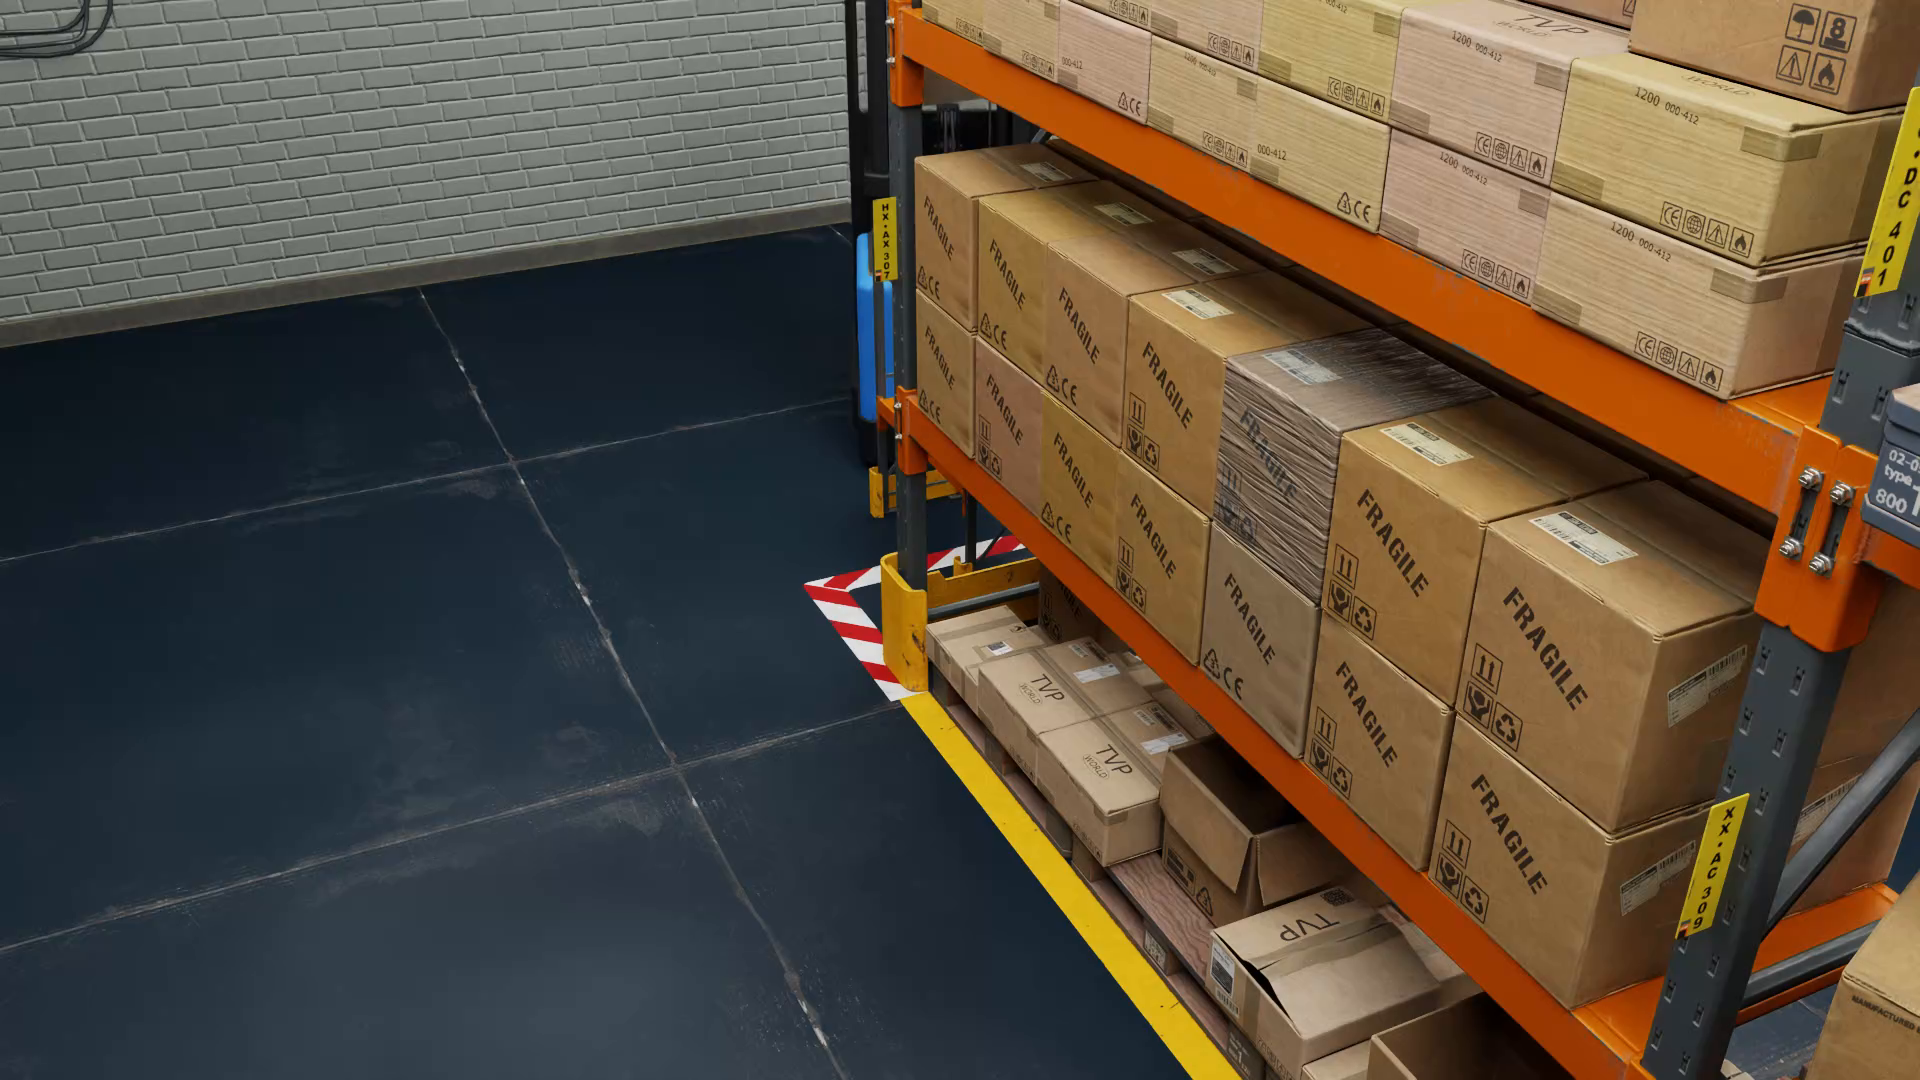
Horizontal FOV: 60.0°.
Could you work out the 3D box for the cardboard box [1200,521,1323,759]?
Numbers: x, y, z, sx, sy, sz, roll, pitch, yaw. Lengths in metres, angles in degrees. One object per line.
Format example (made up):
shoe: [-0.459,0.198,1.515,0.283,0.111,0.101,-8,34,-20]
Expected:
cardboard box: [1.035,0.223,4.684,0.500,0.500,0.500,-12,32,-21]

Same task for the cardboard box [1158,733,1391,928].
cardboard box: [1.115,0.955,5.582,0.797,0.503,0.637,-13,32,-22]

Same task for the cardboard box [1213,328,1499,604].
cardboard box: [1.037,-0.210,4.433,0.500,0.500,0.500,-13,32,-22]

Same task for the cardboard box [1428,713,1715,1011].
cardboard box: [1.480,0.676,3.875,0.500,0.500,0.500,-13,32,-21]

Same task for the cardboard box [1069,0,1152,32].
cardboard box: [0.623,-1.617,4.643,0.500,0.250,0.500,-13,32,-22]

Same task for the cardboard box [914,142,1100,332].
cardboard box: [0.162,-1.108,6.035,0.500,0.500,0.500,-12,31,-20]

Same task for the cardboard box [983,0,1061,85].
cardboard box: [0.403,-1.619,5.157,0.500,0.250,0.500,-13,32,-22]

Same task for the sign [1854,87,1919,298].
sign: [1.440,-0.530,2.532,0.100,0.325,0.005,-13,32,-22]

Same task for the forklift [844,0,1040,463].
forklift: [-0.091,-2.373,9.486,1.130,2.935,3.031,-2,29,-3]

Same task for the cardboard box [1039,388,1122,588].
cardboard box: [0.601,-0.223,5.479,0.500,0.500,0.500,-13,32,-22]

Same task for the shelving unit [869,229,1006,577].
shelving unit: [0.033,-0.620,7.823,0.587,1.500,1.083,-13,32,-22]

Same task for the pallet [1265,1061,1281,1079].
pallet: [1.632,1.800,4.825,1.003,0.211,1.213,-13,32,-22]

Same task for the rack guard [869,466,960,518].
rack guard: [-0.181,-0.295,8.521,0.587,0.250,0.087,-13,32,-22]

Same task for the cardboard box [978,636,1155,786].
cardboard box: [0.401,0.648,6.389,0.500,0.250,0.500,-13,32,-22]

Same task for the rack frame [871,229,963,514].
rack frame: [-0.182,-0.841,8.216,0.500,1.500,0.032,-13,32,-22]

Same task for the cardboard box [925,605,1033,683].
cardboard box: [0.079,0.429,6.884,0.380,0.149,0.250,-13,32,-22]

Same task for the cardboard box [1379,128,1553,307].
cardboard box: [1.272,-0.738,3.586,0.500,0.250,0.500,-13,32,-22]

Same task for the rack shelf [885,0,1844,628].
rack shelf: [1.068,-0.991,4.619,1.077,0.370,4.000,-13,32,-22]

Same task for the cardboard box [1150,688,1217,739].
cardboard box: [1.046,0.742,6.222,0.500,0.250,0.500,-13,32,-22]

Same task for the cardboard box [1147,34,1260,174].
cardboard box: [0.840,-1.179,4.372,0.500,0.250,0.500,-13,32,-22]

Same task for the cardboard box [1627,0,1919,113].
cardboard box: [1.683,-1.108,2.967,0.700,0.500,0.500,-13,32,-22]

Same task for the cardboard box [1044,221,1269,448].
cardboard box: [0.603,-0.657,5.230,0.500,0.500,0.500,-13,32,-21]

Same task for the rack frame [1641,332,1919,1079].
rack frame: [1.926,0.887,3.601,1.000,3.000,0.127,-13,32,-22]

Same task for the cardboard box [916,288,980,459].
cardboard box: [0.162,-0.672,6.280,0.500,0.500,0.500,-12,32,-21]

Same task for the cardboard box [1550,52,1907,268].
cardboard box: [1.472,-0.732,3.063,0.500,0.250,0.500,-13,32,-22]

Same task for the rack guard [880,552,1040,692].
rack guard: [0.242,0.244,7.304,1.175,0.500,0.348,-13,32,-22]

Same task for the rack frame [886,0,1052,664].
rack frame: [0.209,-0.880,6.752,1.000,3.000,0.127,-13,32,-22]

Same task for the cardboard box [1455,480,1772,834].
cardboard box: [1.476,0.238,3.634,0.500,0.500,0.500,-13,32,-22]

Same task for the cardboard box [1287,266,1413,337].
cardboard box: [1.314,-0.543,5.027,0.500,0.500,0.500,-12,31,-20]

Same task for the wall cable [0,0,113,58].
wall cable: [-6.368,-3.674,8.776,3.097,2.526,0.112,-13,32,-22]

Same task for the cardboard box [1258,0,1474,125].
cardboard box: [1.048,-1.175,3.853,0.500,0.250,0.500,-13,32,-22]

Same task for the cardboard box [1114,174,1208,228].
cardboard box: [0.866,-0.998,5.838,0.500,0.500,0.500,-12,32,-21]

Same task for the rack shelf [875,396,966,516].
rack shelf: [0.037,-0.460,7.904,0.538,0.185,1.000,-13,32,-22]

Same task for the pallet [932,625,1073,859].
pallet: [0.585,0.722,6.747,1.003,0.211,1.213,-13,32,-22]

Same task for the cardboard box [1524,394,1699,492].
cardboard box: [1.756,-0.088,4.215,0.500,0.500,0.500,-14,32,-24]

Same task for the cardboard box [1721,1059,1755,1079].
cardboard box: [1.942,1.637,4.563,0.500,0.311,0.500,-13,32,-22]

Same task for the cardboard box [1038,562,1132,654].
cardboard box: [0.665,0.207,6.920,0.500,0.500,0.500,-13,32,-22]

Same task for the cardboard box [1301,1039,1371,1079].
cardboard box: [1.210,1.593,4.807,0.380,0.149,0.250,-13,32,-22]
